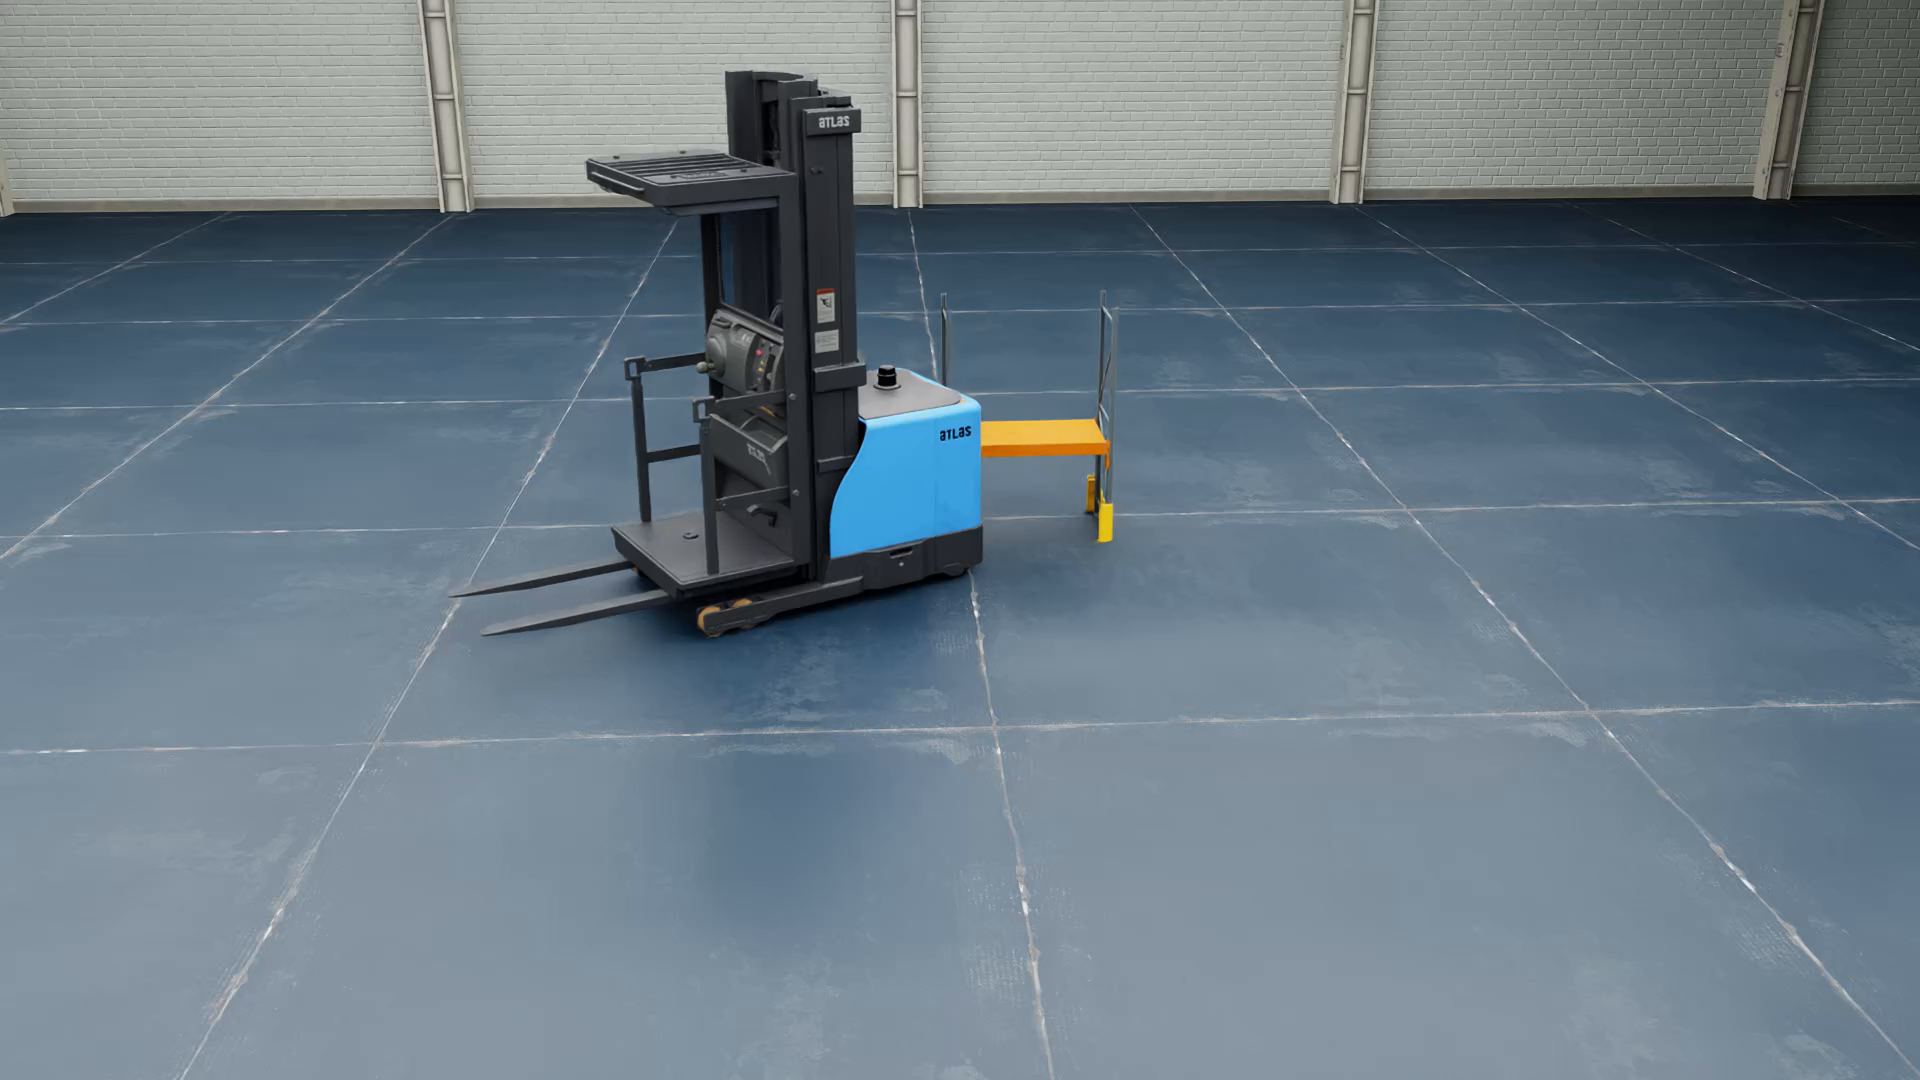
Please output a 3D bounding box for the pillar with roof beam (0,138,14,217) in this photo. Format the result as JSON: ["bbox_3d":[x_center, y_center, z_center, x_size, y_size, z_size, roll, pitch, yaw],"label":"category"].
[{"bbox_3d":[-12.438,-6.951,16.231,0.400,9.000,9.100,-1,21,-3],"label":"pillar with roof beam"}]

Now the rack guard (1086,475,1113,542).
[{"bbox_3d":[0.908,-0.211,10.823,0.087,0.250,0.587,-2,21,-4],"label":"rack guard"}]

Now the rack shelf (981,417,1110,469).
[{"bbox_3d":[0.421,-0.613,10.629,1.000,0.185,0.538,-2,21,-4],"label":"rack shelf"}]

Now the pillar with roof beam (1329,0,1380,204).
[{"bbox_3d":[5.533,-7.317,17.191,0.400,9.000,9.100,-1,21,-3],"label":"pillar with roof beam"}]

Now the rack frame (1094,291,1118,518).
[{"bbox_3d":[0.927,-0.795,10.602,0.032,1.500,0.500,-2,21,-4],"label":"rack frame"}]

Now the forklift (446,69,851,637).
[{"bbox_3d":[-1.388,-1.049,9.256,3.031,2.935,1.121,-12,24,-29],"label":"forklift"}]

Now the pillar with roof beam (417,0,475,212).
[{"bbox_3d":[-6.448,-7.073,16.551,0.400,9.000,9.100,-1,21,-3],"label":"pillar with roof beam"}]

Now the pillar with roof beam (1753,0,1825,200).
[{"bbox_3d":[11.523,-7.438,17.511,0.400,9.000,9.100,-1,21,-3],"label":"pillar with roof beam"}]

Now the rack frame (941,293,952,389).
[{"bbox_3d":[-0.086,-0.767,10.528,0.032,1.500,0.500,-2,21,-4],"label":"rack frame"}]

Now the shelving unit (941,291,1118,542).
[{"bbox_3d":[0.412,-0.781,10.564,1.083,1.500,0.587,-2,21,-4],"label":"shelving unit"}]
